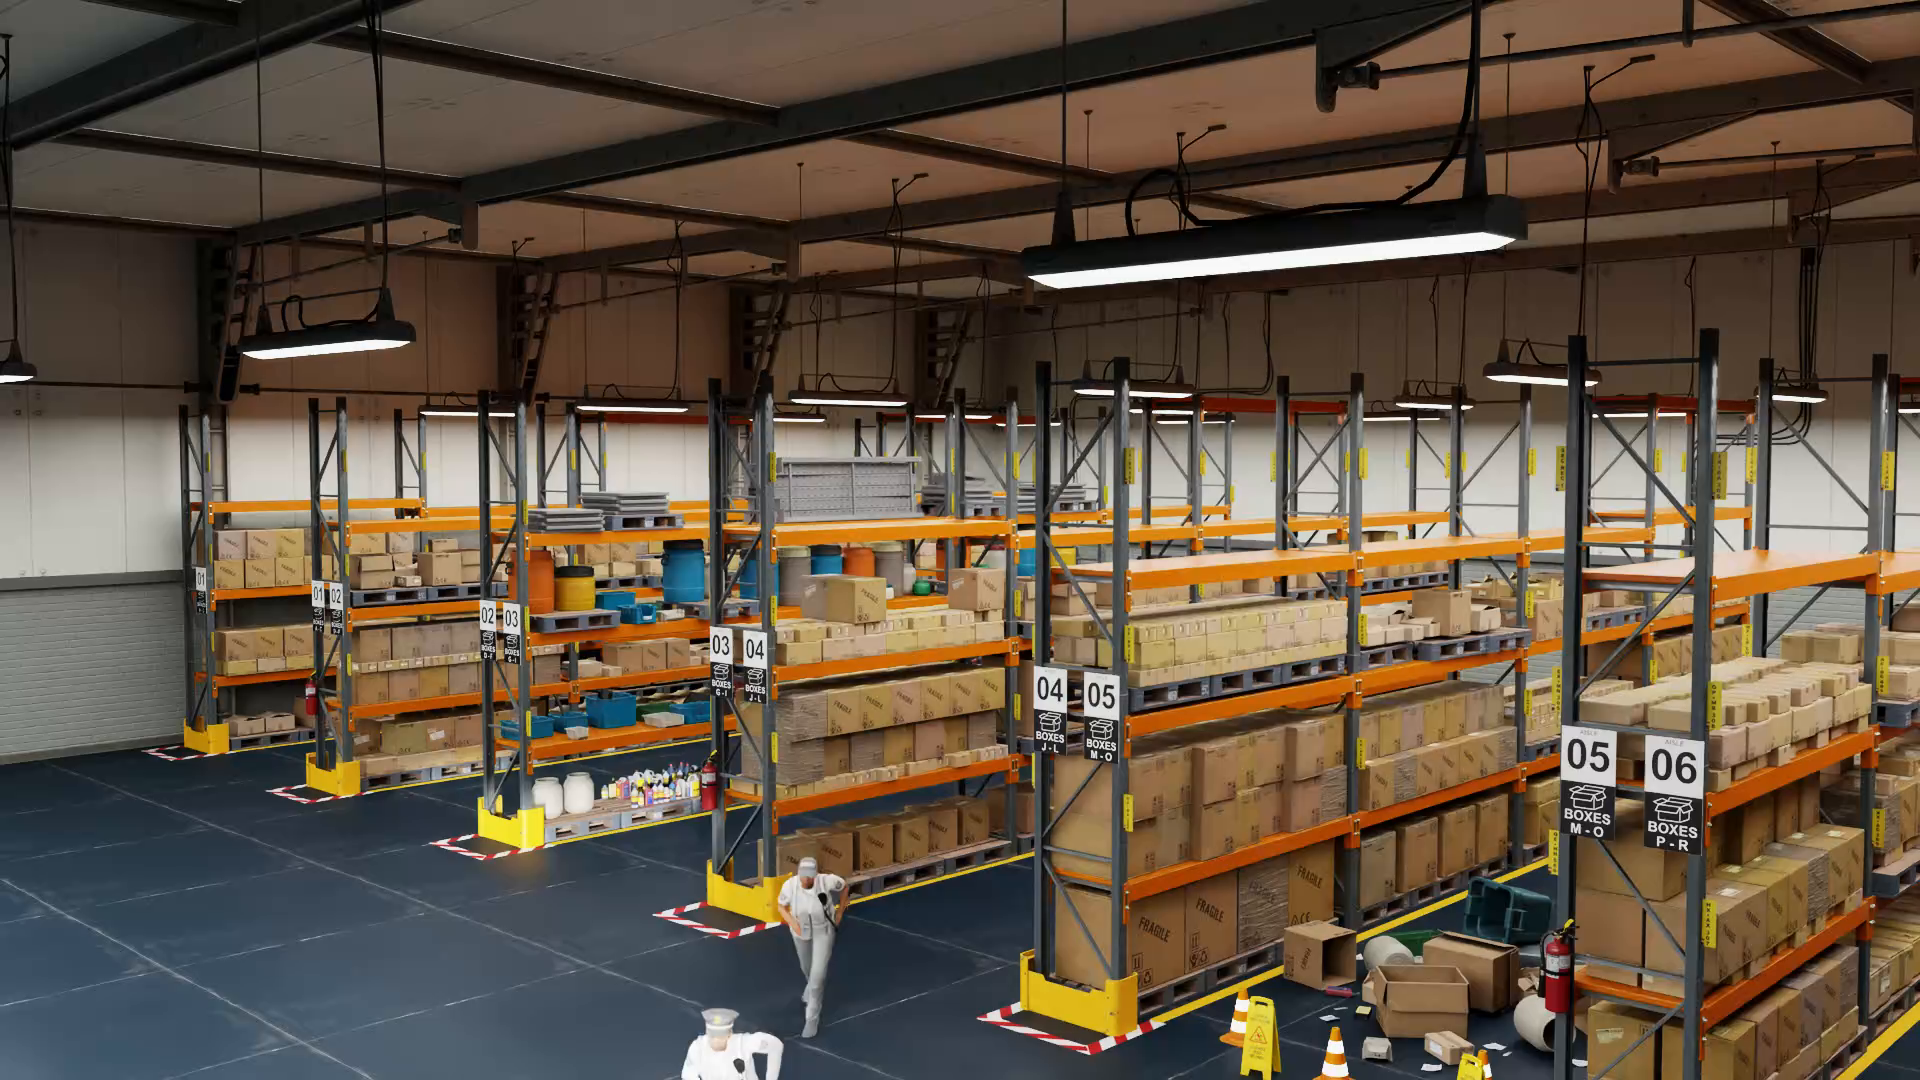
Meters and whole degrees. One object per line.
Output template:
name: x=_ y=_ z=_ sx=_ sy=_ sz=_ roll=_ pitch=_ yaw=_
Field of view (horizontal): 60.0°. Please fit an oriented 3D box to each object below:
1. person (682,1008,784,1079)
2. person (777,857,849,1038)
person: x=-1.489 y=3.812 z=11.090 sx=0.657 sy=1.625 sz=0.966 roll=0 pitch=3 yaw=5
person: x=-1.327 y=3.602 z=15.098 sx=0.646 sy=1.627 sz=1.034 roll=0 pitch=3 yaw=-1
